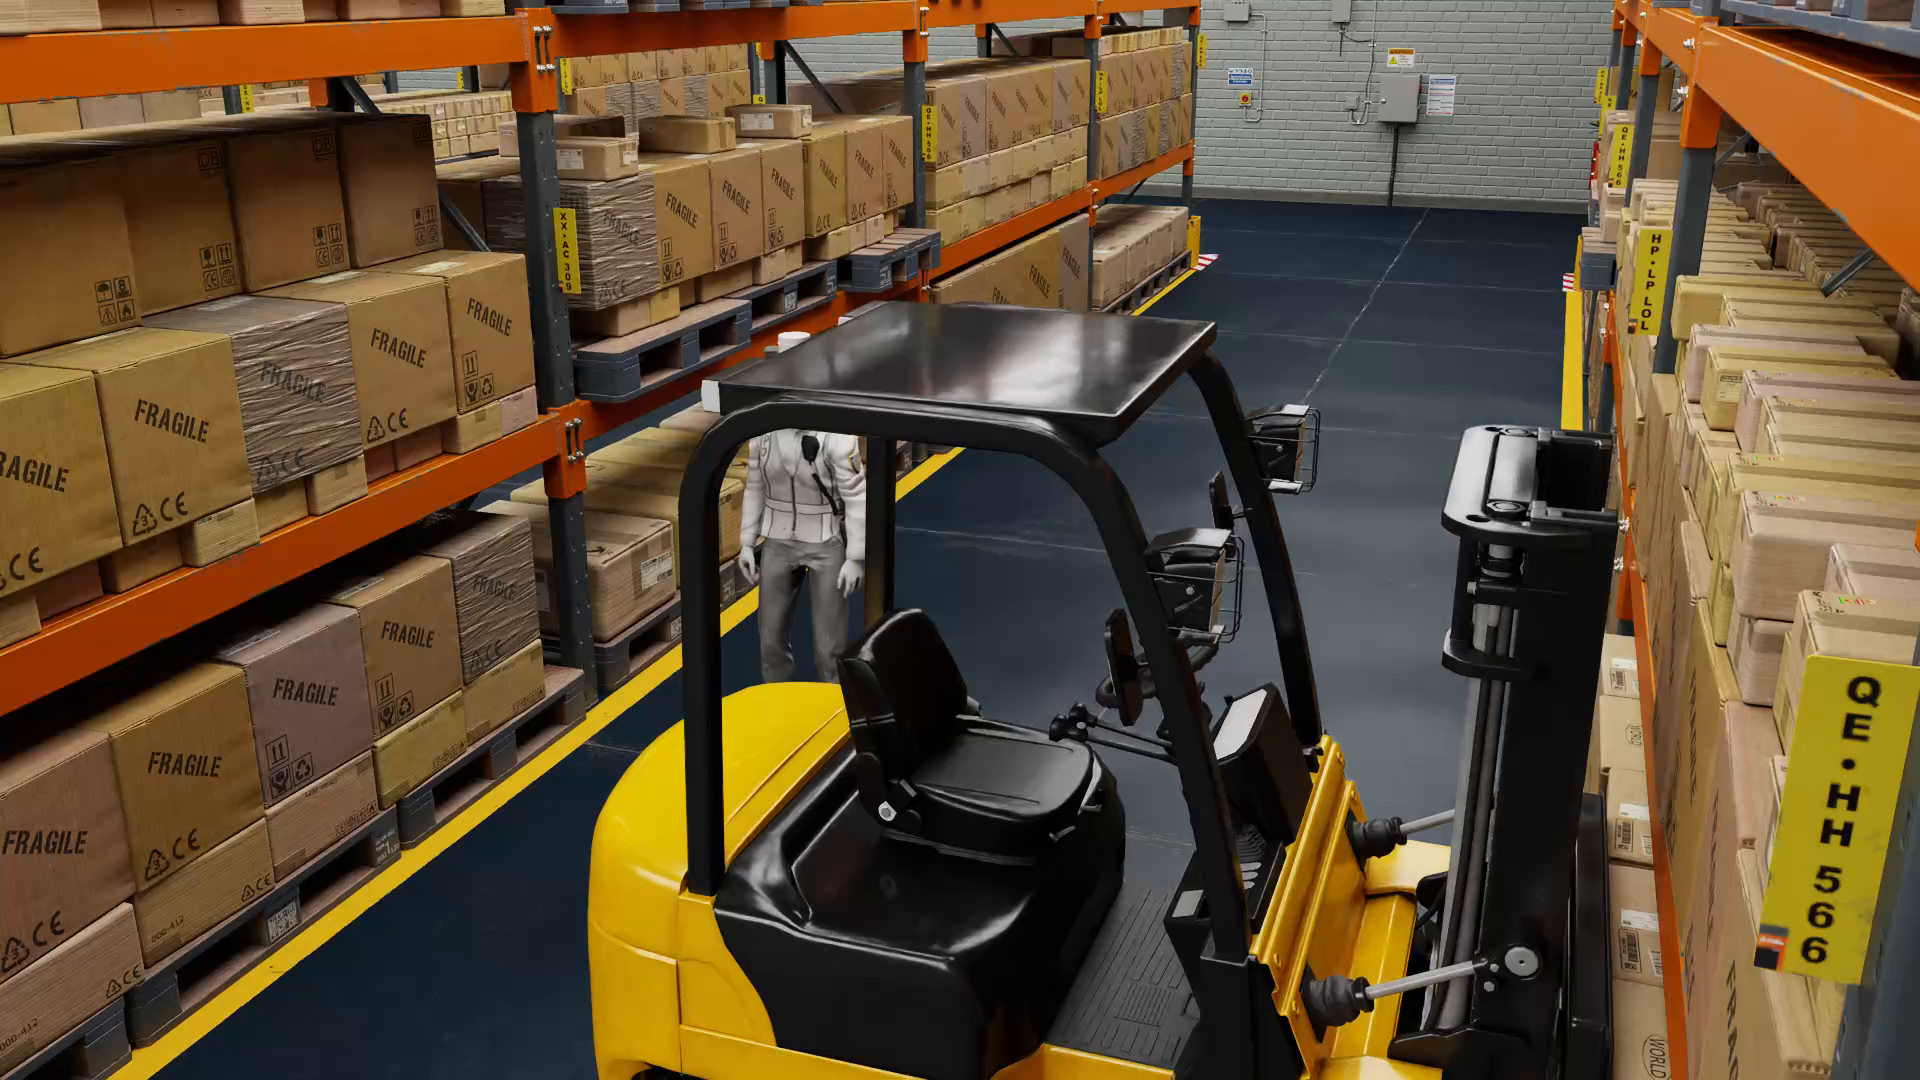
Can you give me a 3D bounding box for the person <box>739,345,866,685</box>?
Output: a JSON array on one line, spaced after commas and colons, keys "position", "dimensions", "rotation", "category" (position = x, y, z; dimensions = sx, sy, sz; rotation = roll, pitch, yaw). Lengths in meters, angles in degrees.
[{"position": [-0.599, 0.052, 6.402], "dimensions": [0.530, 1.664, 0.371], "rotation": [7, 20, 19], "category": "person"}]
